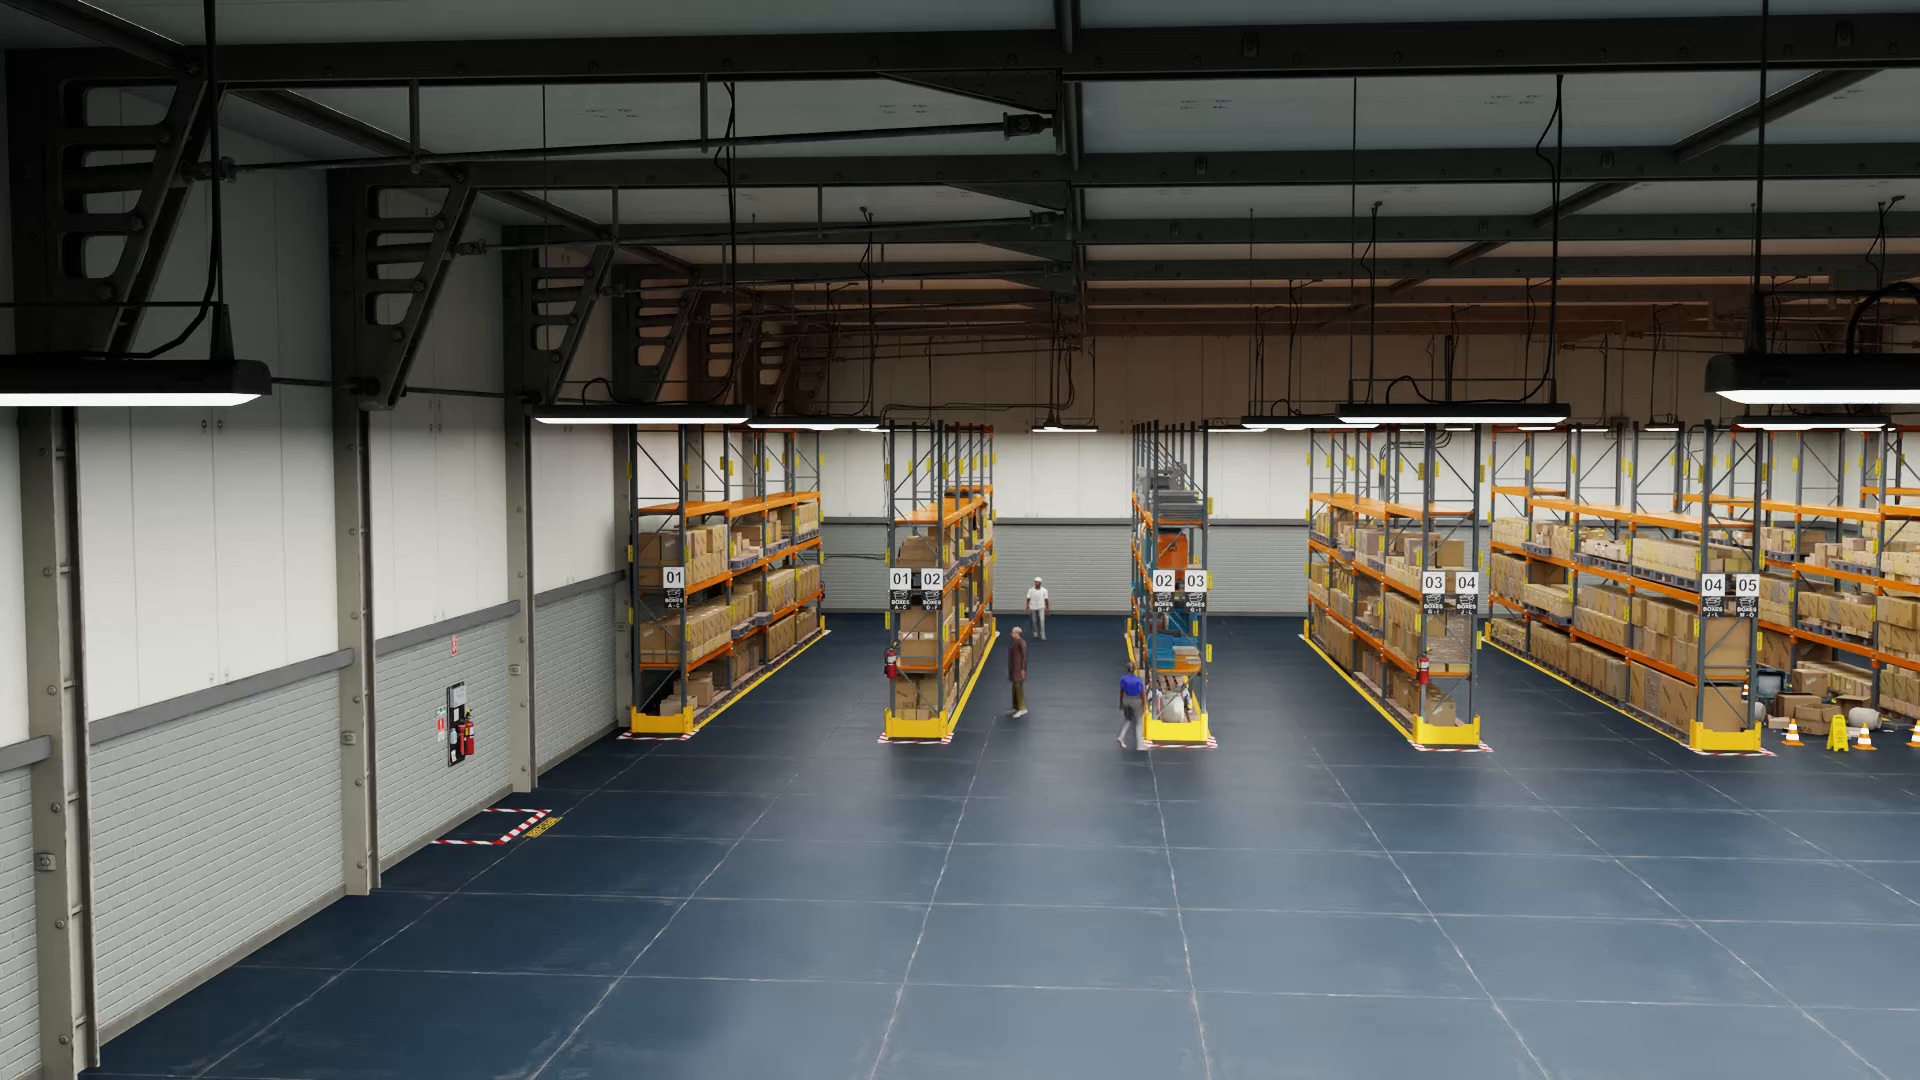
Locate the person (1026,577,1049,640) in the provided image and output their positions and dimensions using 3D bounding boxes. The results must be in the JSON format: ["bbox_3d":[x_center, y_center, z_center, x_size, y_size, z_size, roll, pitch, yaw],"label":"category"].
[{"bbox_3d":[2.171,1.899,46.466,0.662,1.702,1.011,0,4,-1],"label":"person"}]

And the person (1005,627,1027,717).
[{"bbox_3d":[1.118,2.693,33.967,0.408,1.823,0.637,-1,4,-19],"label":"person"}]

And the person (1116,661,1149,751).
[{"bbox_3d":[3.132,3.003,30.159,0.533,1.655,0.537,3,5,41],"label":"person"}]
